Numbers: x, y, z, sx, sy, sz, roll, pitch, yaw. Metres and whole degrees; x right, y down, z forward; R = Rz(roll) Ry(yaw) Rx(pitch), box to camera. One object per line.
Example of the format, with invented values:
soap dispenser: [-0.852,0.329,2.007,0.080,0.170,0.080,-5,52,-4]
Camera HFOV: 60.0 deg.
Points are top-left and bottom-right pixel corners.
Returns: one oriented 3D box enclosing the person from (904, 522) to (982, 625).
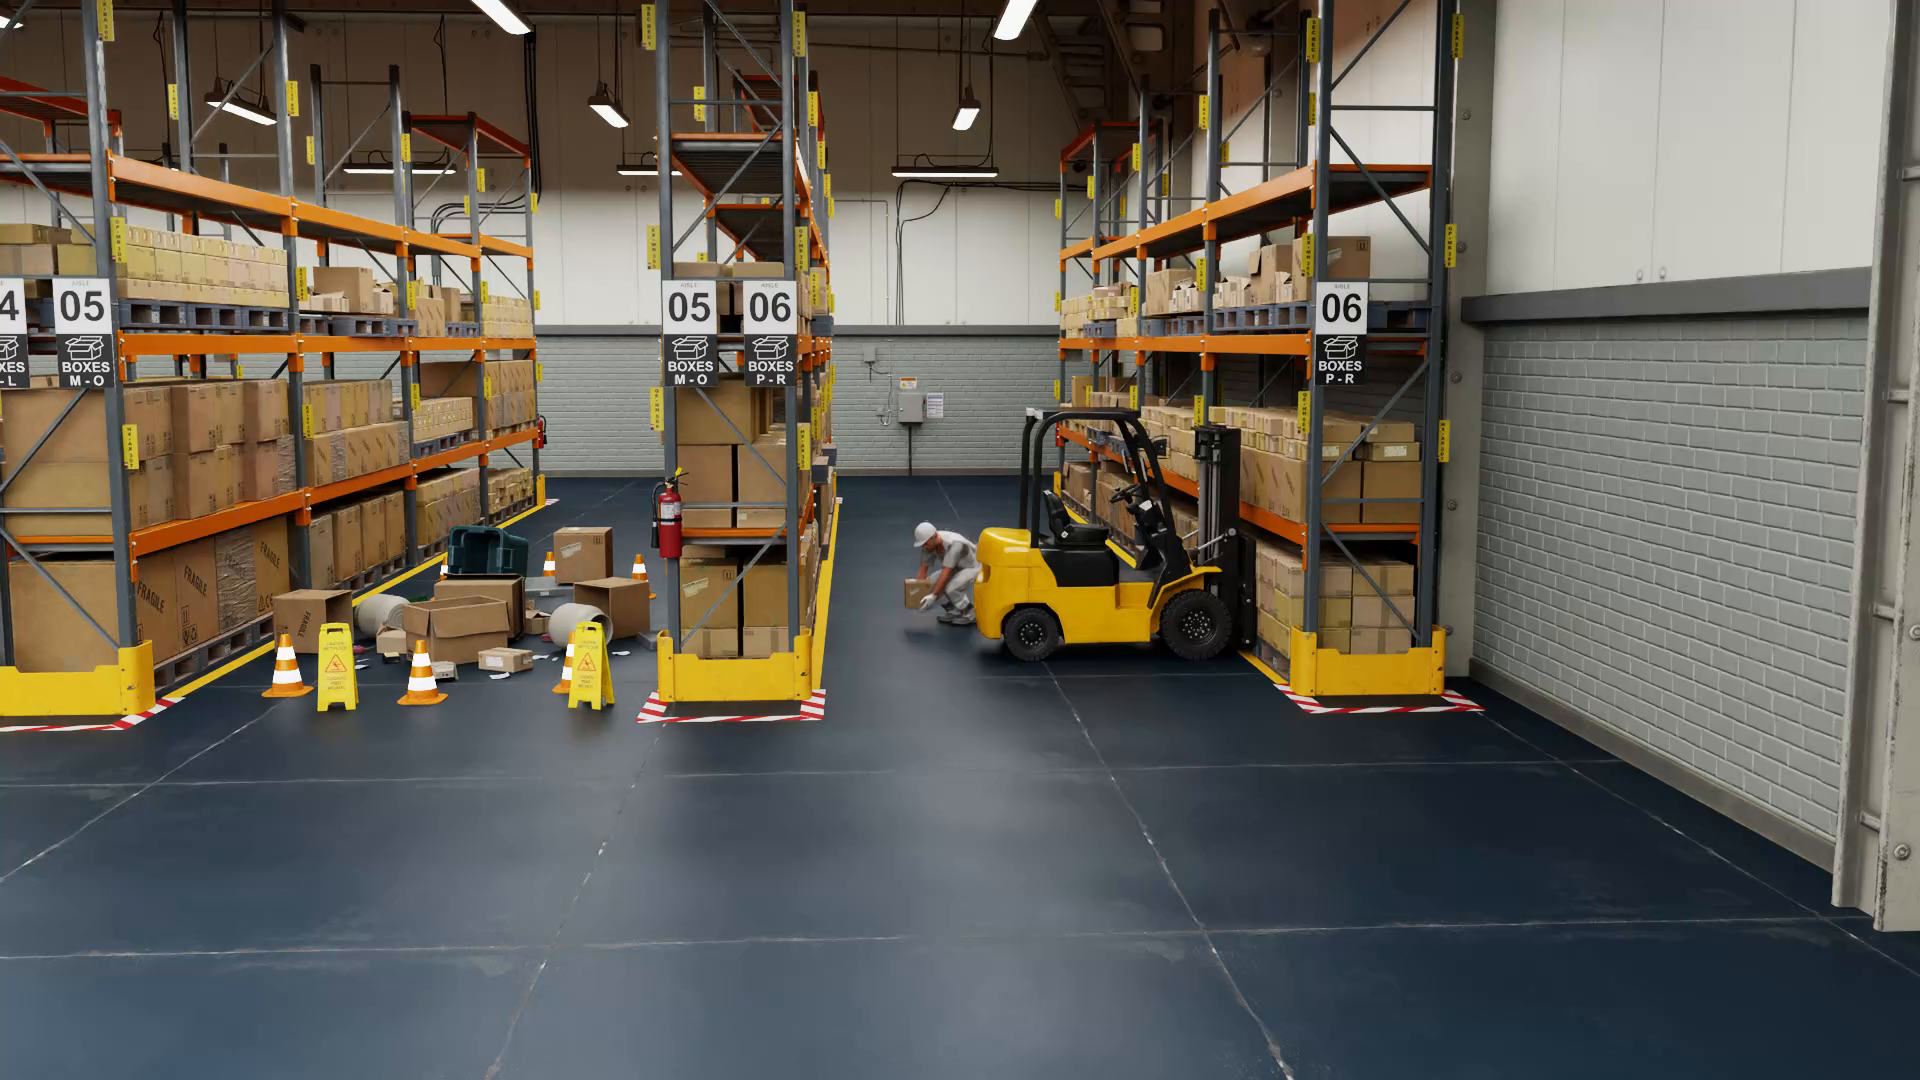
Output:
person: [-0.105,0.317,16.224,0.886,1.027,0.573,-4,8,-33]
